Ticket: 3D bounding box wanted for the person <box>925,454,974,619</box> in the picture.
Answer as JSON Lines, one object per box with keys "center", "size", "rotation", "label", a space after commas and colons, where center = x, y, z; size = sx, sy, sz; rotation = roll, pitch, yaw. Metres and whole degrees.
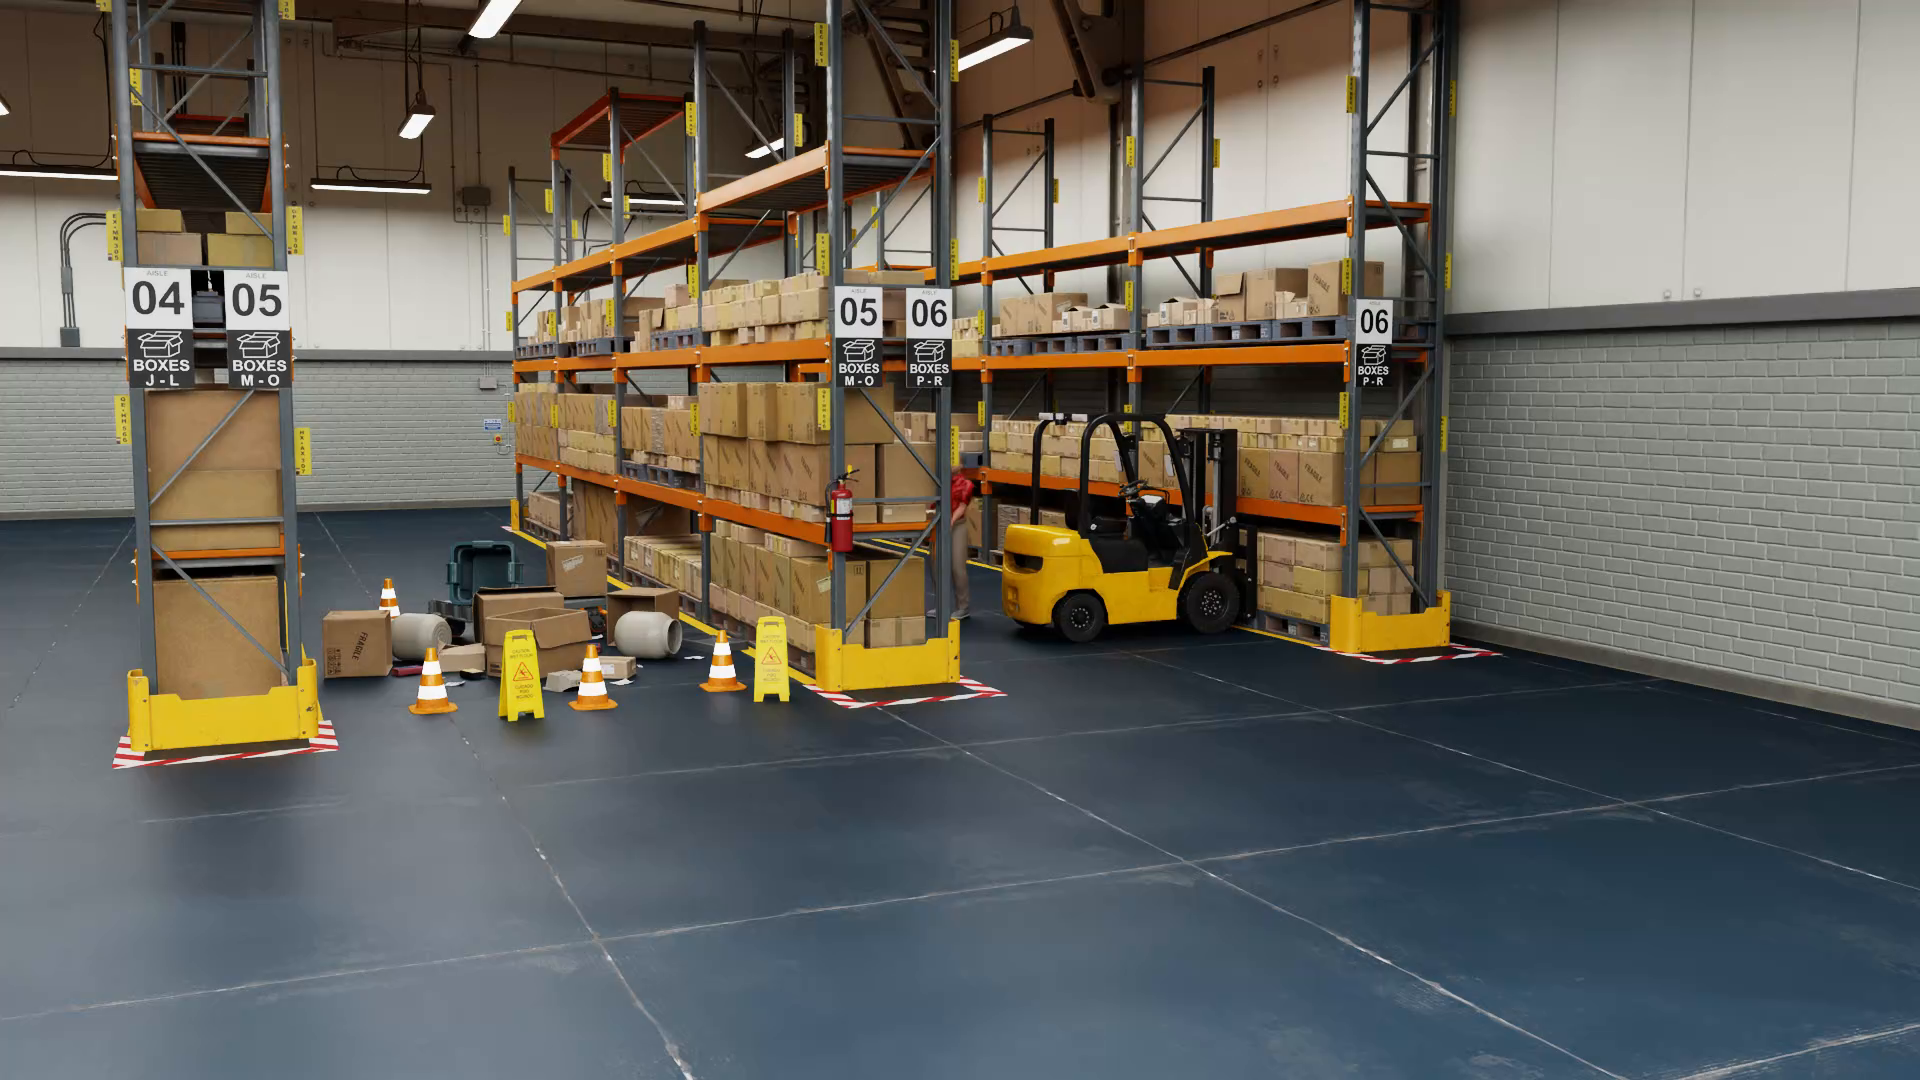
{"center": [-0.159, -0.040, 17.293], "size": [0.499, 1.720, 0.529], "rotation": [4, 7, 40], "label": "person"}
